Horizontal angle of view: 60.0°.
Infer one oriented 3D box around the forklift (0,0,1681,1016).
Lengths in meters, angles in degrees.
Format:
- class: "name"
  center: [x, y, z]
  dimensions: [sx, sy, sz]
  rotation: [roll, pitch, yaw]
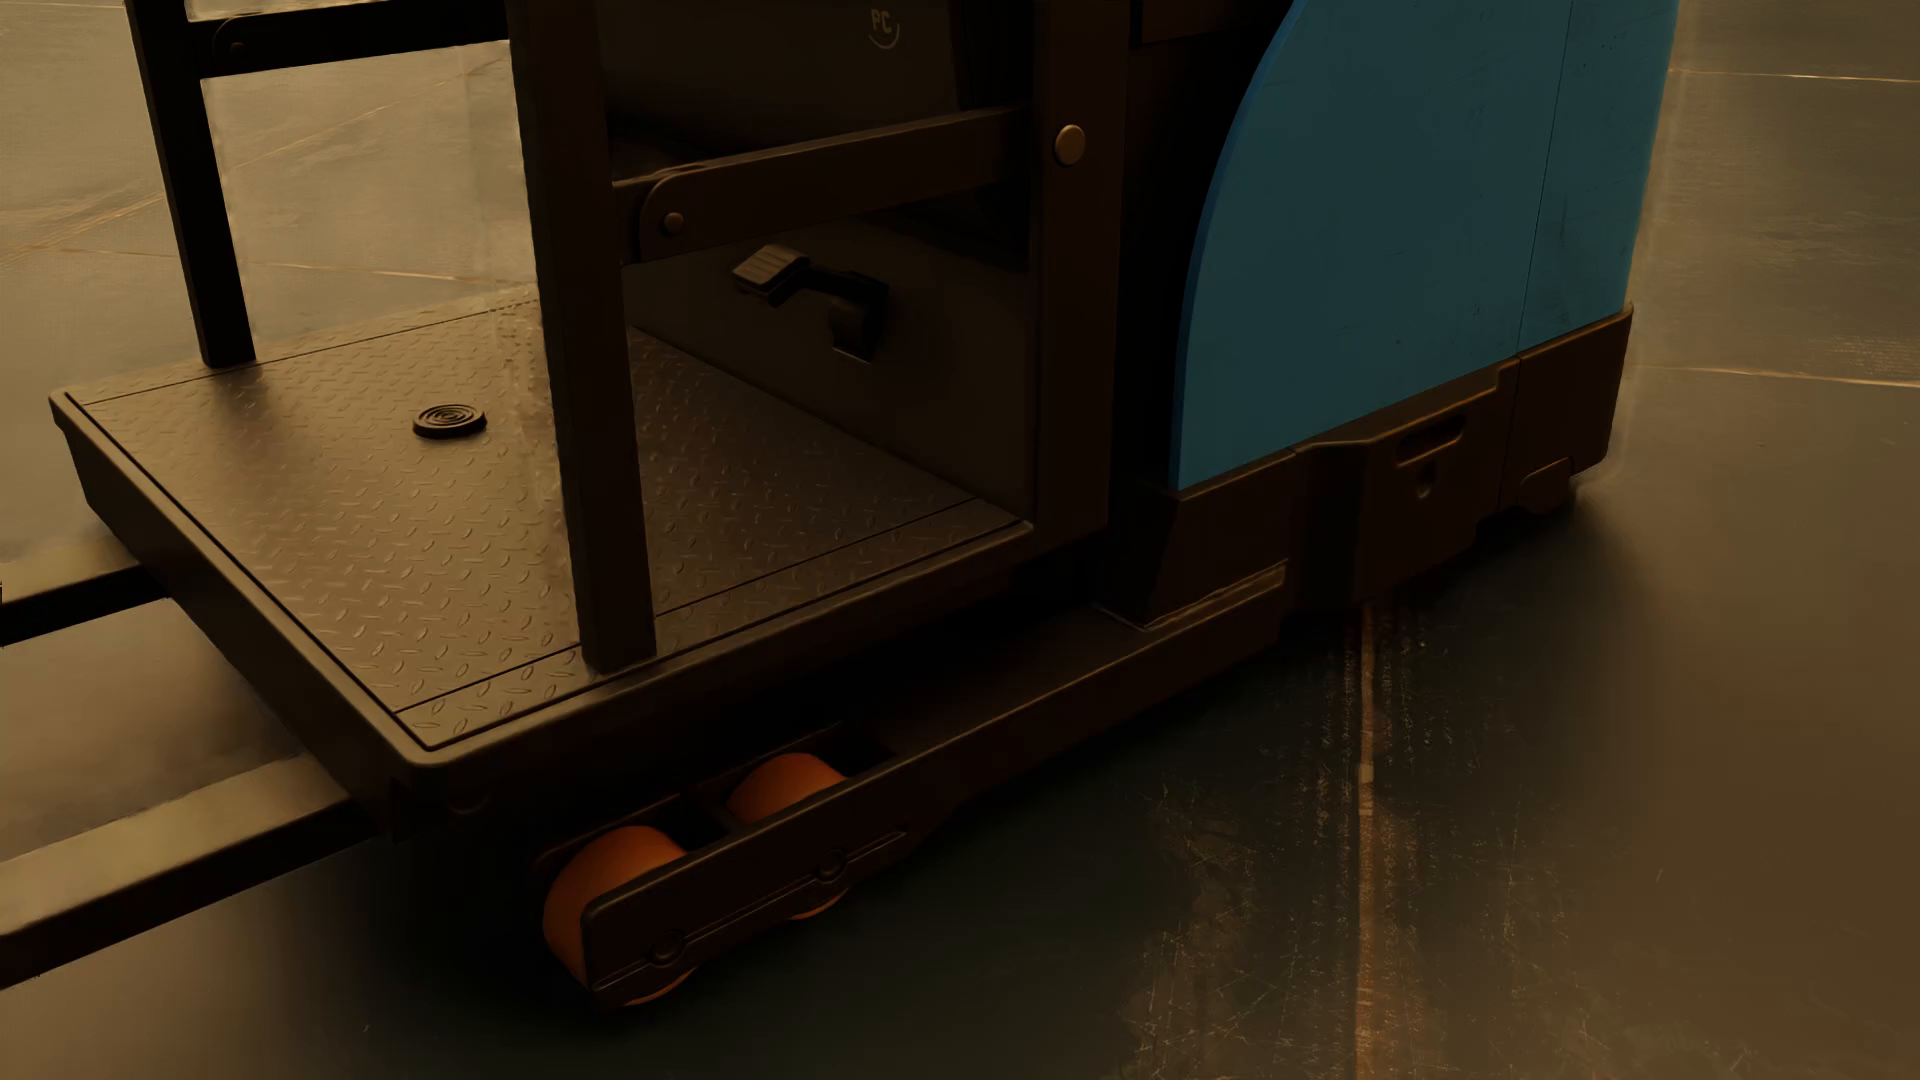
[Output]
- class: "forklift"
  center: [-0.426, -1.128, 1.481]
  dimensions: [3.031, 2.935, 1.130]
  rotation: [-21, 34, -36]
